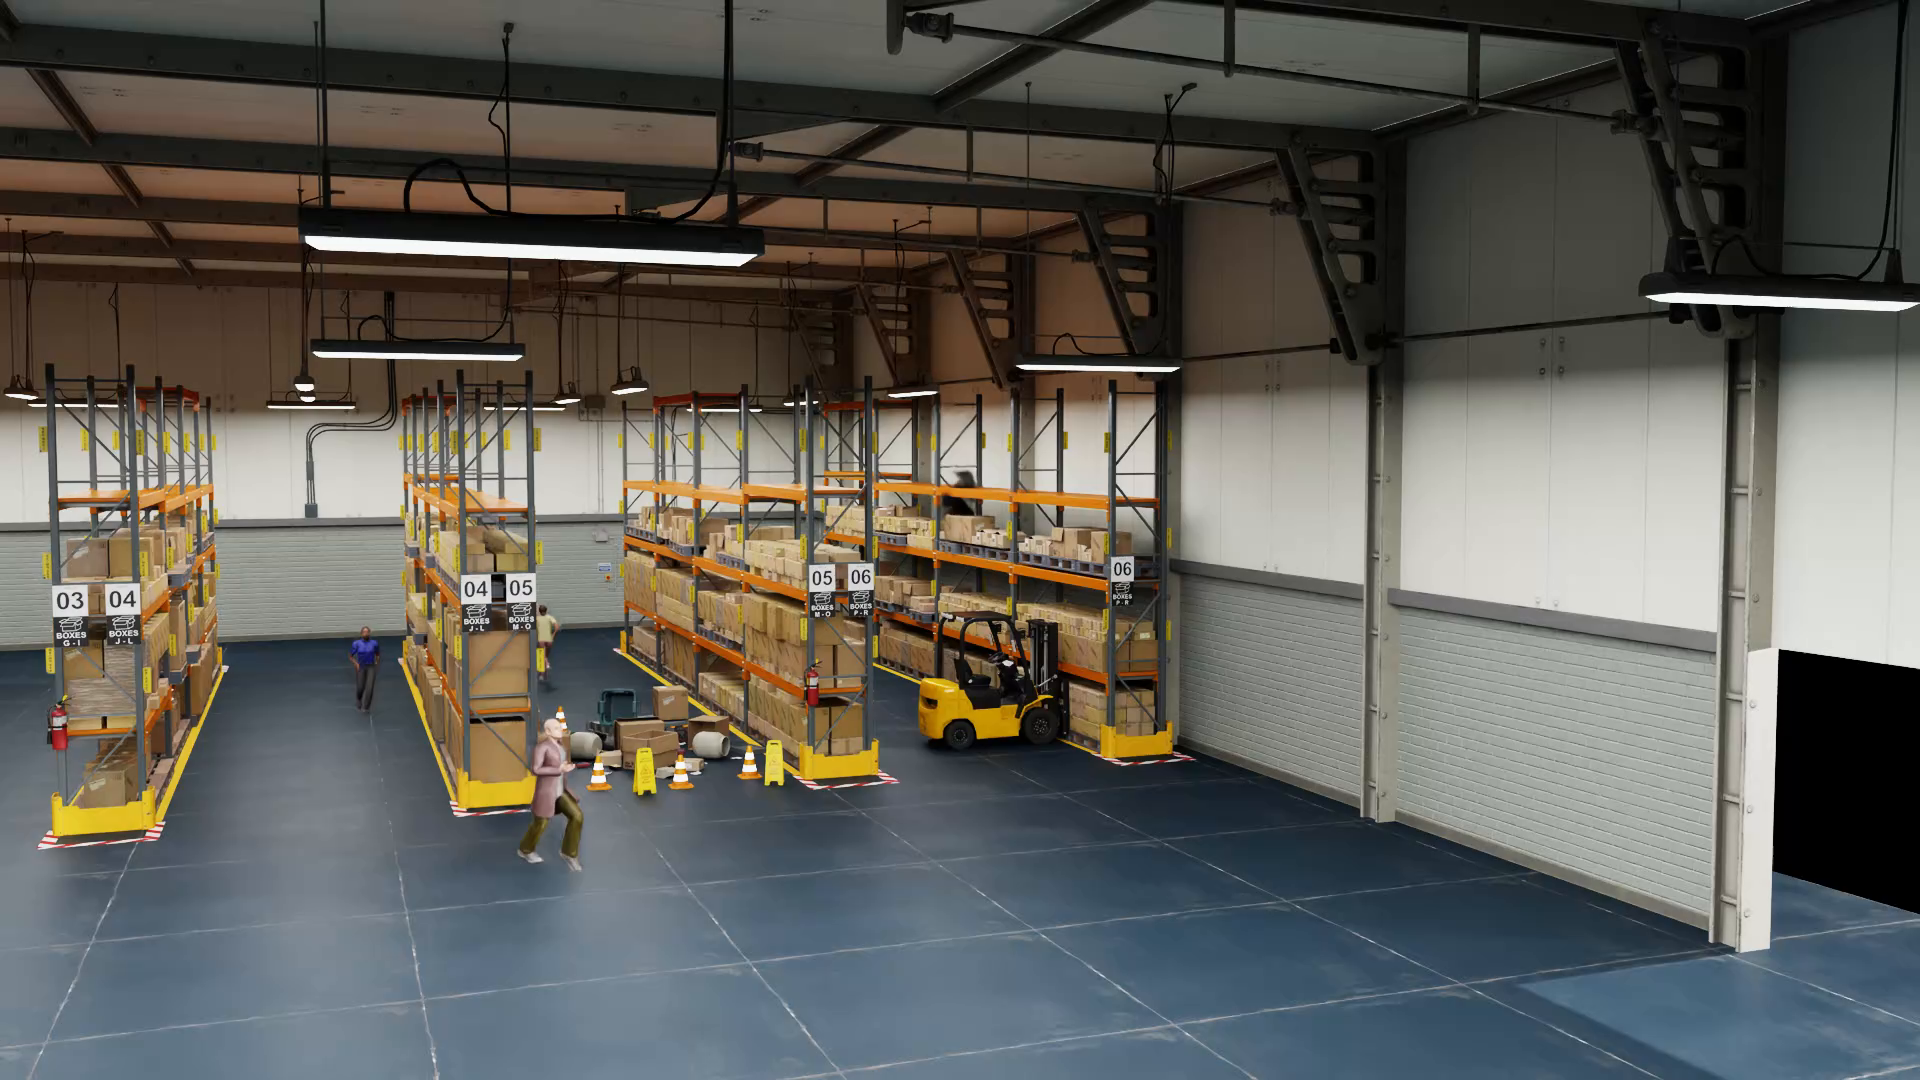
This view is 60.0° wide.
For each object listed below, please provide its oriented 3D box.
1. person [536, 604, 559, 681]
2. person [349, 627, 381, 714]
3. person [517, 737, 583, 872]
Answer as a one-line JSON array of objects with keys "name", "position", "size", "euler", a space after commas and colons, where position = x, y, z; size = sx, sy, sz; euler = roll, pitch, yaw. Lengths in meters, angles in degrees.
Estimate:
[{"name": "person", "position": [-8.620, 2.188, 34.590], "size": [0.582, 1.649, 0.926], "euler": [-1, 4, -22]}, {"name": "person", "position": [-10.978, 2.401, 30.732], "size": [0.555, 1.609, 0.549], "euler": [-2, 4, -29]}, {"name": "person", "position": [-4.859, 3.094, 19.460], "size": [0.855, 1.636, 0.681], "euler": [2, 4, 28]}]
